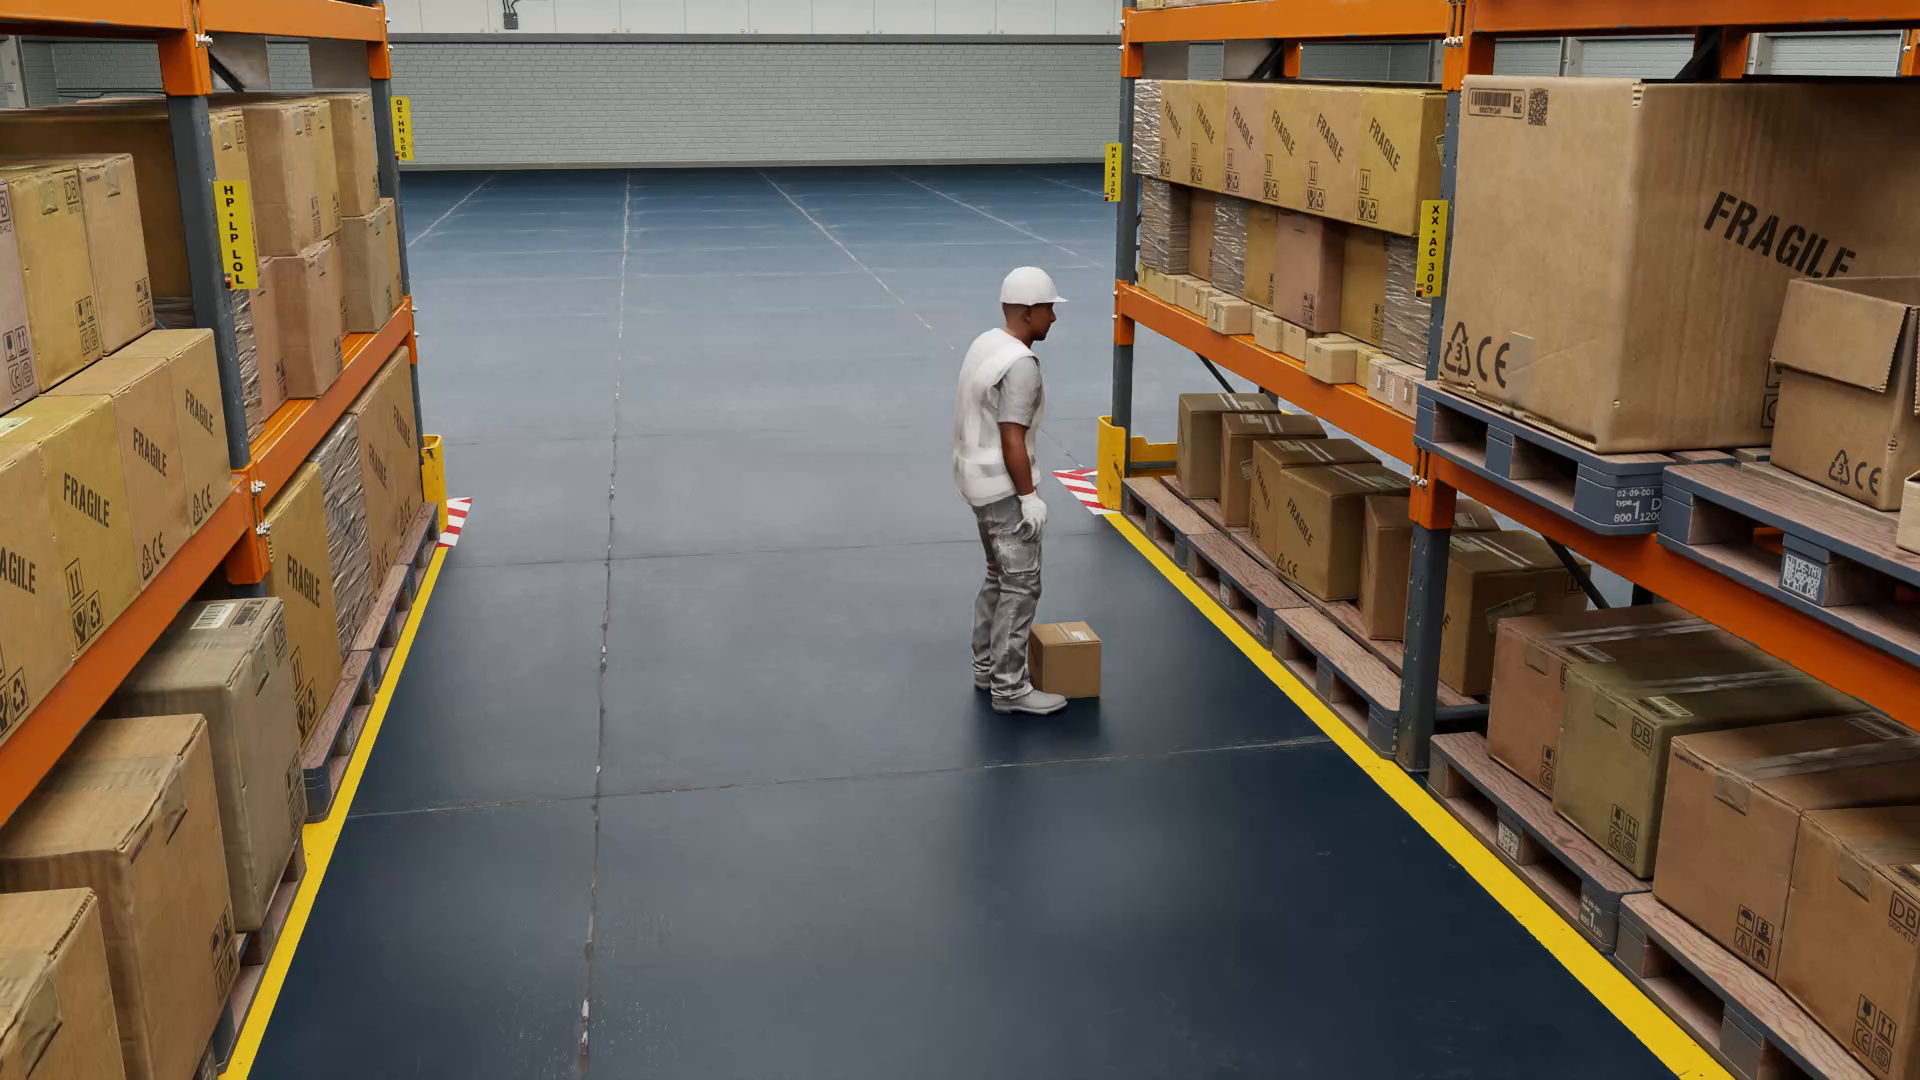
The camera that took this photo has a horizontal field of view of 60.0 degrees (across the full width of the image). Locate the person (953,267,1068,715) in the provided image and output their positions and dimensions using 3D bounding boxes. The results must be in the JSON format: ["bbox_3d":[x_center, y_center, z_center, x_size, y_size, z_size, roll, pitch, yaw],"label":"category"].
[{"bbox_3d":[0.209,-0.204,6.721,0.449,1.772,0.614,-3,17,-11],"label":"person"}]
